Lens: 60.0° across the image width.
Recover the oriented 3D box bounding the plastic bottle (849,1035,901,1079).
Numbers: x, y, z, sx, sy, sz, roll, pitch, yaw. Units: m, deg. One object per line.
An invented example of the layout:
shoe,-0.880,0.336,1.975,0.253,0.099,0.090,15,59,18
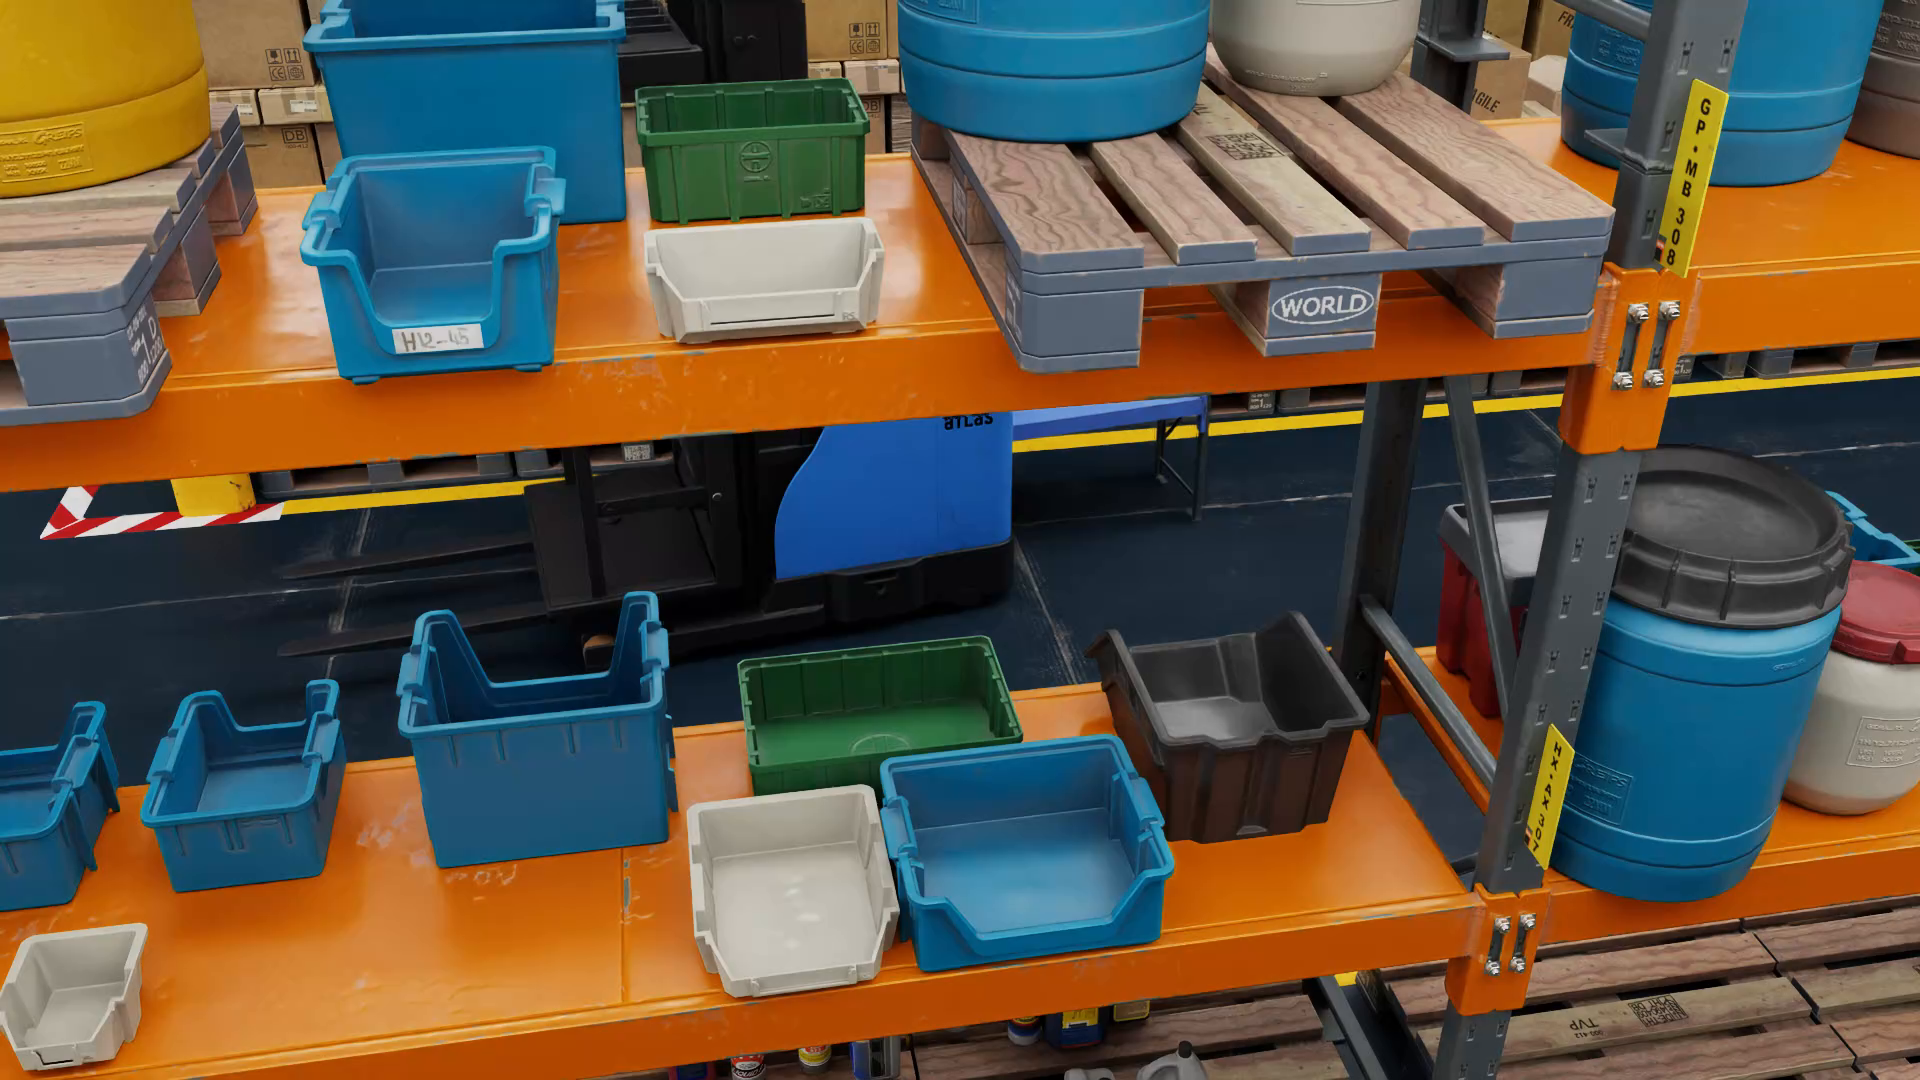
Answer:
plastic bottle,-0.244,1.377,4.702,0.135,0.276,0.152,-5,31,-9

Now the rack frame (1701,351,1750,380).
rack frame,4.223,-2.437,8.935,0.127,3.000,1.000,-5,31,-9

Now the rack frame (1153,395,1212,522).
rack frame,1.057,-0.856,7.726,0.032,1.500,0.500,-9,32,-15

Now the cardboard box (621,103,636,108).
cardboard box,-1.451,-2.122,7.661,0.250,0.149,0.380,-4,31,-7

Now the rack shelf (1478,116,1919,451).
rack shelf,3.144,-0.767,3.846,4.000,0.370,1.077,-5,31,-9

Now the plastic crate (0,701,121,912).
plastic crate,-2.319,0.633,3.862,0.616,0.251,0.499,-5,31,-9

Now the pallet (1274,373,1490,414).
pallet,2.208,-1.070,9.361,1.213,0.211,1.003,-5,31,-9

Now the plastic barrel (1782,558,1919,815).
plastic barrel,2.157,0.362,4.042,0.433,0.535,0.433,0,30,0

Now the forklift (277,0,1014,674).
forklift,-1.341,-1.010,6.575,3.031,2.935,1.130,-9,32,-15

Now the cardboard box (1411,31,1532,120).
cardboard box,2.575,-2.319,8.636,0.500,0.500,0.500,-7,31,-12

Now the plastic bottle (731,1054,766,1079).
plastic bottle,-0.600,1.432,4.682,0.097,0.201,0.097,0,30,0

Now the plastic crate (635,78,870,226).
plastic crate,-0.424,-0.795,3.393,0.450,0.188,0.336,-5,31,-9

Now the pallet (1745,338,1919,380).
pallet,4.964,-1.284,9.726,1.213,0.211,1.003,-5,31,-9

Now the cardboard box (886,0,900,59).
cardboard box,-0.147,-2.631,7.886,0.500,0.500,0.700,-5,31,-9

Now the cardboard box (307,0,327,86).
cardboard box,-2.616,-2.401,7.495,0.500,0.500,0.700,-6,31,-10

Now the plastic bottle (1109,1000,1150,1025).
plastic bottle,0.491,1.286,4.849,0.133,0.283,0.061,-5,31,-9

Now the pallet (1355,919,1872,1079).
pallet,1.942,1.509,4.975,1.213,0.211,1.003,-5,31,-9

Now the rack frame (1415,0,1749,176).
rack frame,1.177,-2.188,2.593,0.127,3.000,1.000,-5,31,-9

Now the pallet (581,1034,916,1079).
pallet,-0.694,1.754,4.559,1.213,0.211,1.003,-5,31,-9

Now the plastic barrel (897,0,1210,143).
plastic barrel,0.178,-1.255,3.056,0.708,0.901,0.600,-5,31,-9

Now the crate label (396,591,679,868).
crate label,-0.996,0.445,3.999,0.616,0.435,0.502,-5,31,-9

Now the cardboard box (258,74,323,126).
cardboard box,-2.962,-1.983,7.425,0.250,0.149,0.380,-6,31,-10

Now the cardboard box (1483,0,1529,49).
cardboard box,4.074,-4.163,13.576,0.750,0.750,0.750,-6,31,-10

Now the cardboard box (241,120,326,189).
cardboard box,-3.185,-1.786,7.729,0.500,0.500,0.700,-5,31,-9

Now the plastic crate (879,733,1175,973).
plastic crate,0.137,0.699,3.749,0.616,0.251,0.499,-5,31,-9

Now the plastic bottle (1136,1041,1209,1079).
plastic bottle,0.569,1.481,4.451,0.185,0.351,0.144,-5,31,-9

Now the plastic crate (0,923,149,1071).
plastic crate,-1.820,0.956,3.426,0.250,0.136,0.298,-5,31,-9

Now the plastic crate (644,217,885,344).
plastic crate,-0.329,-0.433,2.828,0.396,0.136,0.243,-5,31,-9

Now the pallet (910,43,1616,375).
pallet,0.485,-0.699,3.206,1.003,0.211,1.213,-5,31,-9

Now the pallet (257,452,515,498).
pallet,-2.902,-0.595,8.554,1.213,0.211,1.003,-5,31,-9

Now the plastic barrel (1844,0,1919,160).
plastic barrel,2.281,-1.325,3.591,0.600,0.901,0.600,0,30,0

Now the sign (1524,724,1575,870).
sign,1.265,0.554,3.575,0.005,0.325,0.100,-5,31,-9

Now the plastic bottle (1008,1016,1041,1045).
plastic bottle,0.187,1.325,4.795,0.097,0.271,0.097,0,30,0

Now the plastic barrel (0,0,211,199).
plastic barrel,-1.659,-0.959,2.863,0.600,0.588,0.600,0,30,0

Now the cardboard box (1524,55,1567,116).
cardboard box,3.308,-2.414,8.983,0.500,0.311,0.500,-6,31,-10

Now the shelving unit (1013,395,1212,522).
shelving unit,0.572,-0.778,7.594,1.048,1.500,0.538,-9,32,-15

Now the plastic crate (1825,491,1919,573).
plastic crate,2.206,0.149,4.553,0.575,0.384,0.392,-5,31,-9

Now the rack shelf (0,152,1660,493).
rack shelf,-0.791,-0.402,3.225,4.000,0.370,1.077,-5,31,-9

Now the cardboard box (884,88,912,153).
cardboard box,-0.147,-2.071,8.215,0.500,0.500,0.700,-6,31,-10

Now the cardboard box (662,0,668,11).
cardboard box,-1.137,-2.538,7.729,0.500,0.500,0.700,-5,31,-9

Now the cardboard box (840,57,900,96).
cardboard box,-0.441,-2.216,7.821,0.250,0.149,0.380,-6,31,-10

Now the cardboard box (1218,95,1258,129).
cardboard box,1.565,-2.225,8.476,0.500,0.500,0.500,-3,31,-5

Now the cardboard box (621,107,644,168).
cardboard box,-1.663,-1.929,7.972,0.500,0.500,0.700,-4,31,-7
